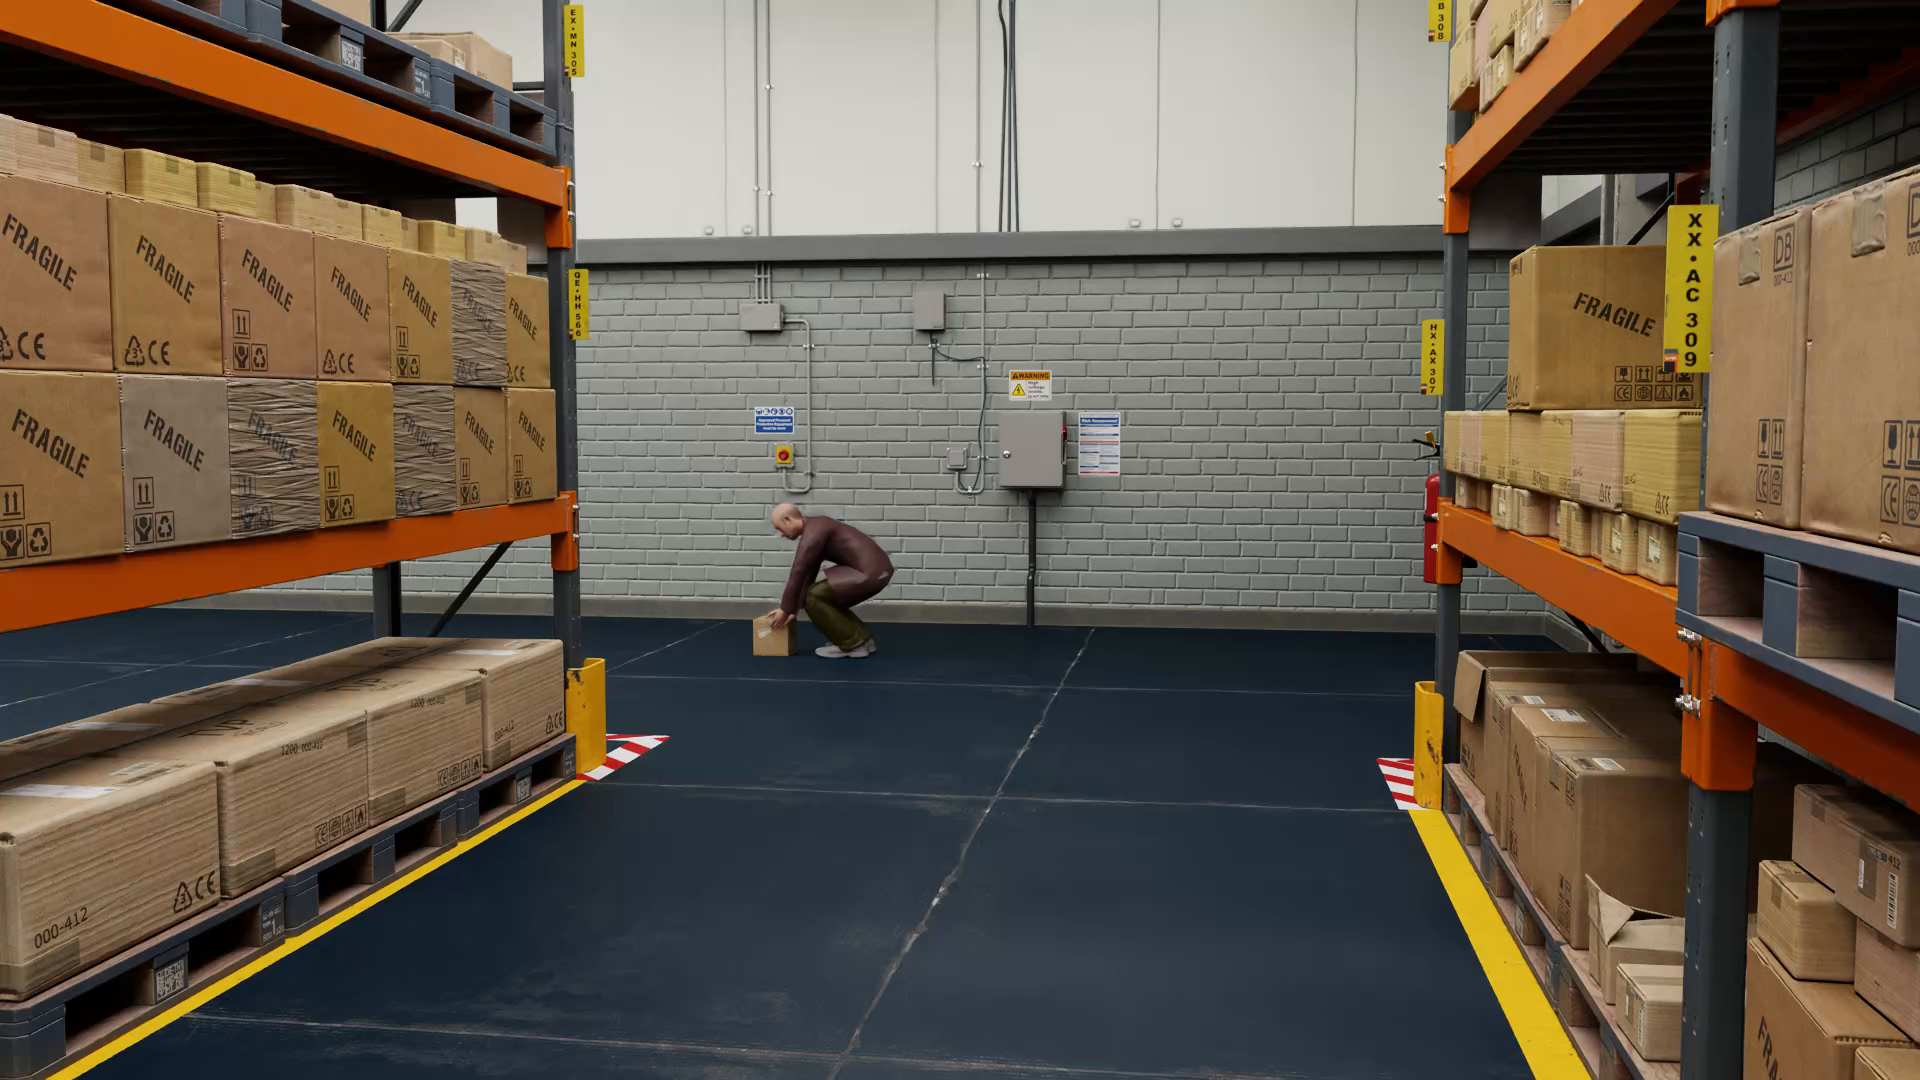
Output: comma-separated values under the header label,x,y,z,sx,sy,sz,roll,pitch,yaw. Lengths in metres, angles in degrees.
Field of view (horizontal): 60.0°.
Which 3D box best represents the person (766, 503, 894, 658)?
label,x,y,z,sx,sy,sz,roll,pitch,yaw
person,-0.903,0.284,11.628,0.877,1.054,0.614,1,4,9
